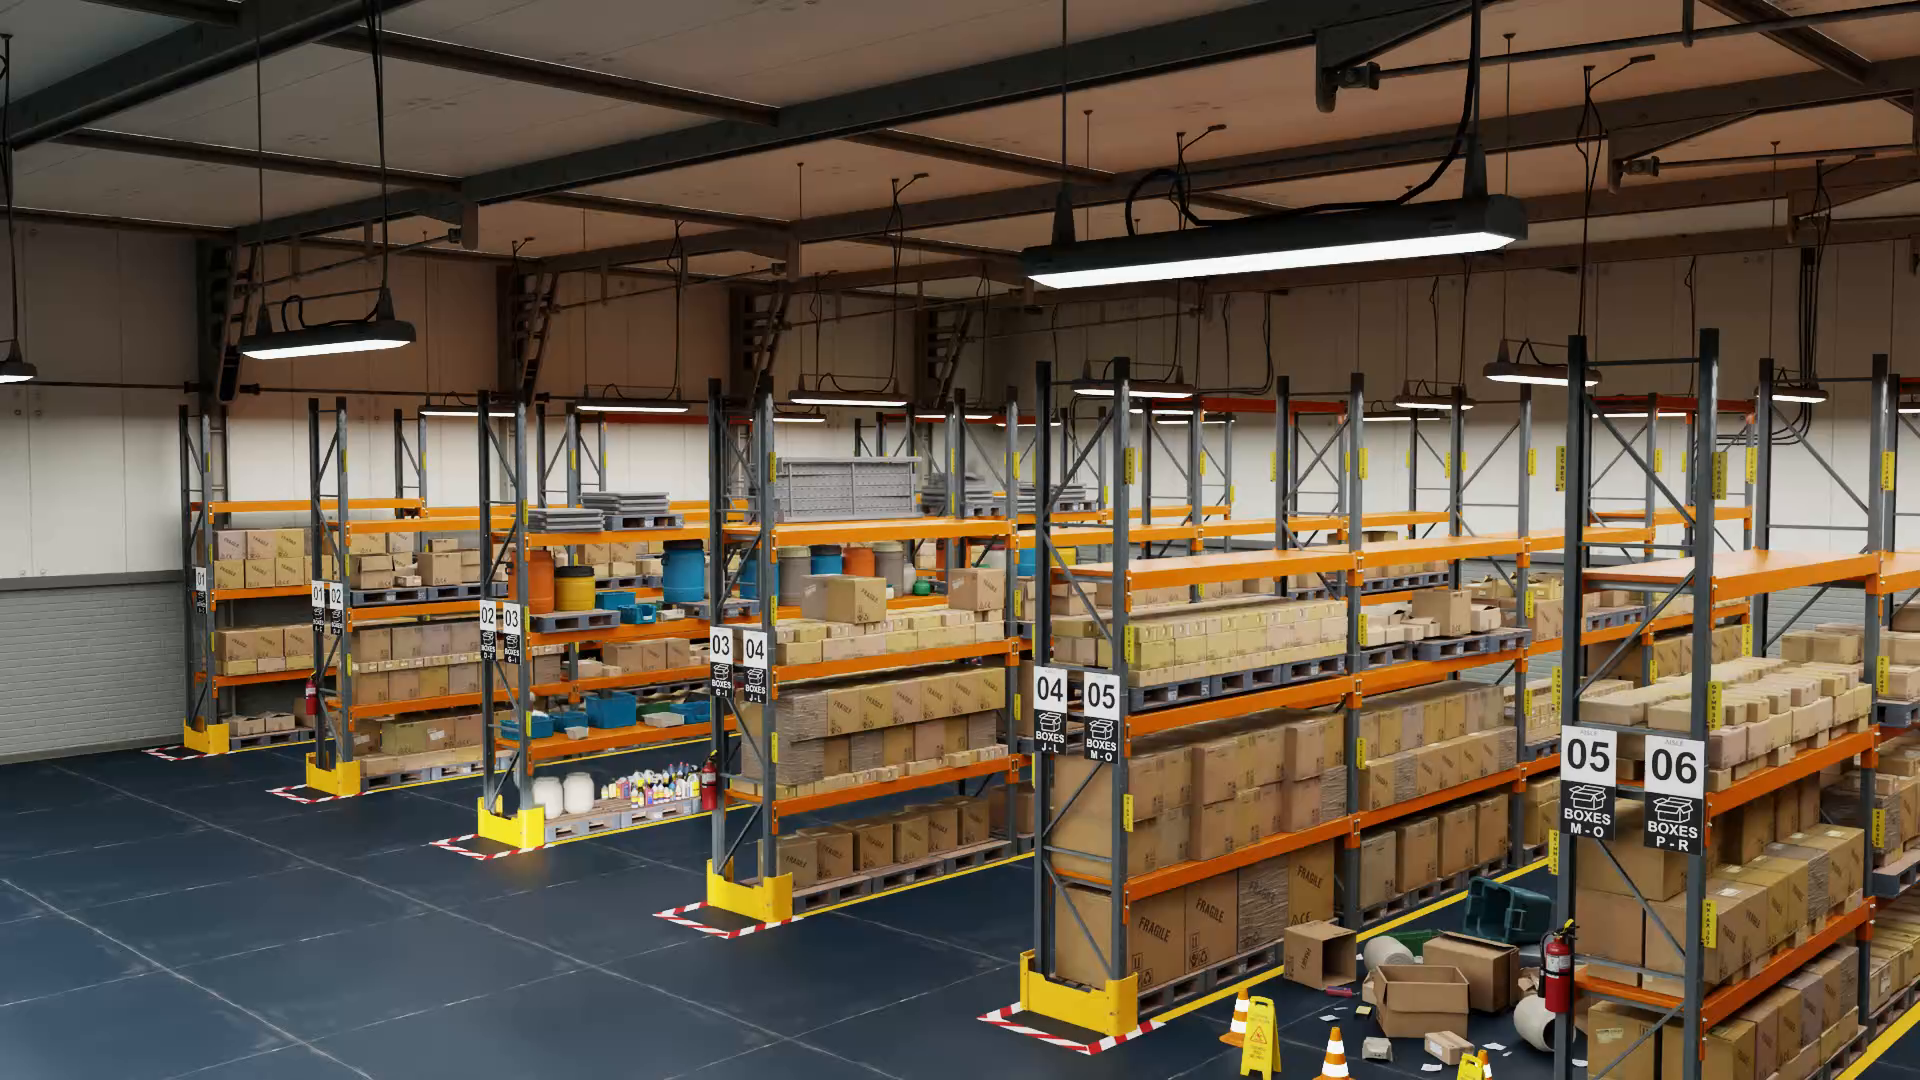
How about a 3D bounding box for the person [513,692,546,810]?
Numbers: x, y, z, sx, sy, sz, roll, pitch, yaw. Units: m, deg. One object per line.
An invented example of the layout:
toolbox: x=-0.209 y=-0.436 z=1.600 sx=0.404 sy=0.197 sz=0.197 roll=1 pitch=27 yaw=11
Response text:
person: x=-6.249 y=3.041 z=23.902 sx=0.693 sy=1.718 sz=0.592 roll=2 pitch=4 yaw=36
